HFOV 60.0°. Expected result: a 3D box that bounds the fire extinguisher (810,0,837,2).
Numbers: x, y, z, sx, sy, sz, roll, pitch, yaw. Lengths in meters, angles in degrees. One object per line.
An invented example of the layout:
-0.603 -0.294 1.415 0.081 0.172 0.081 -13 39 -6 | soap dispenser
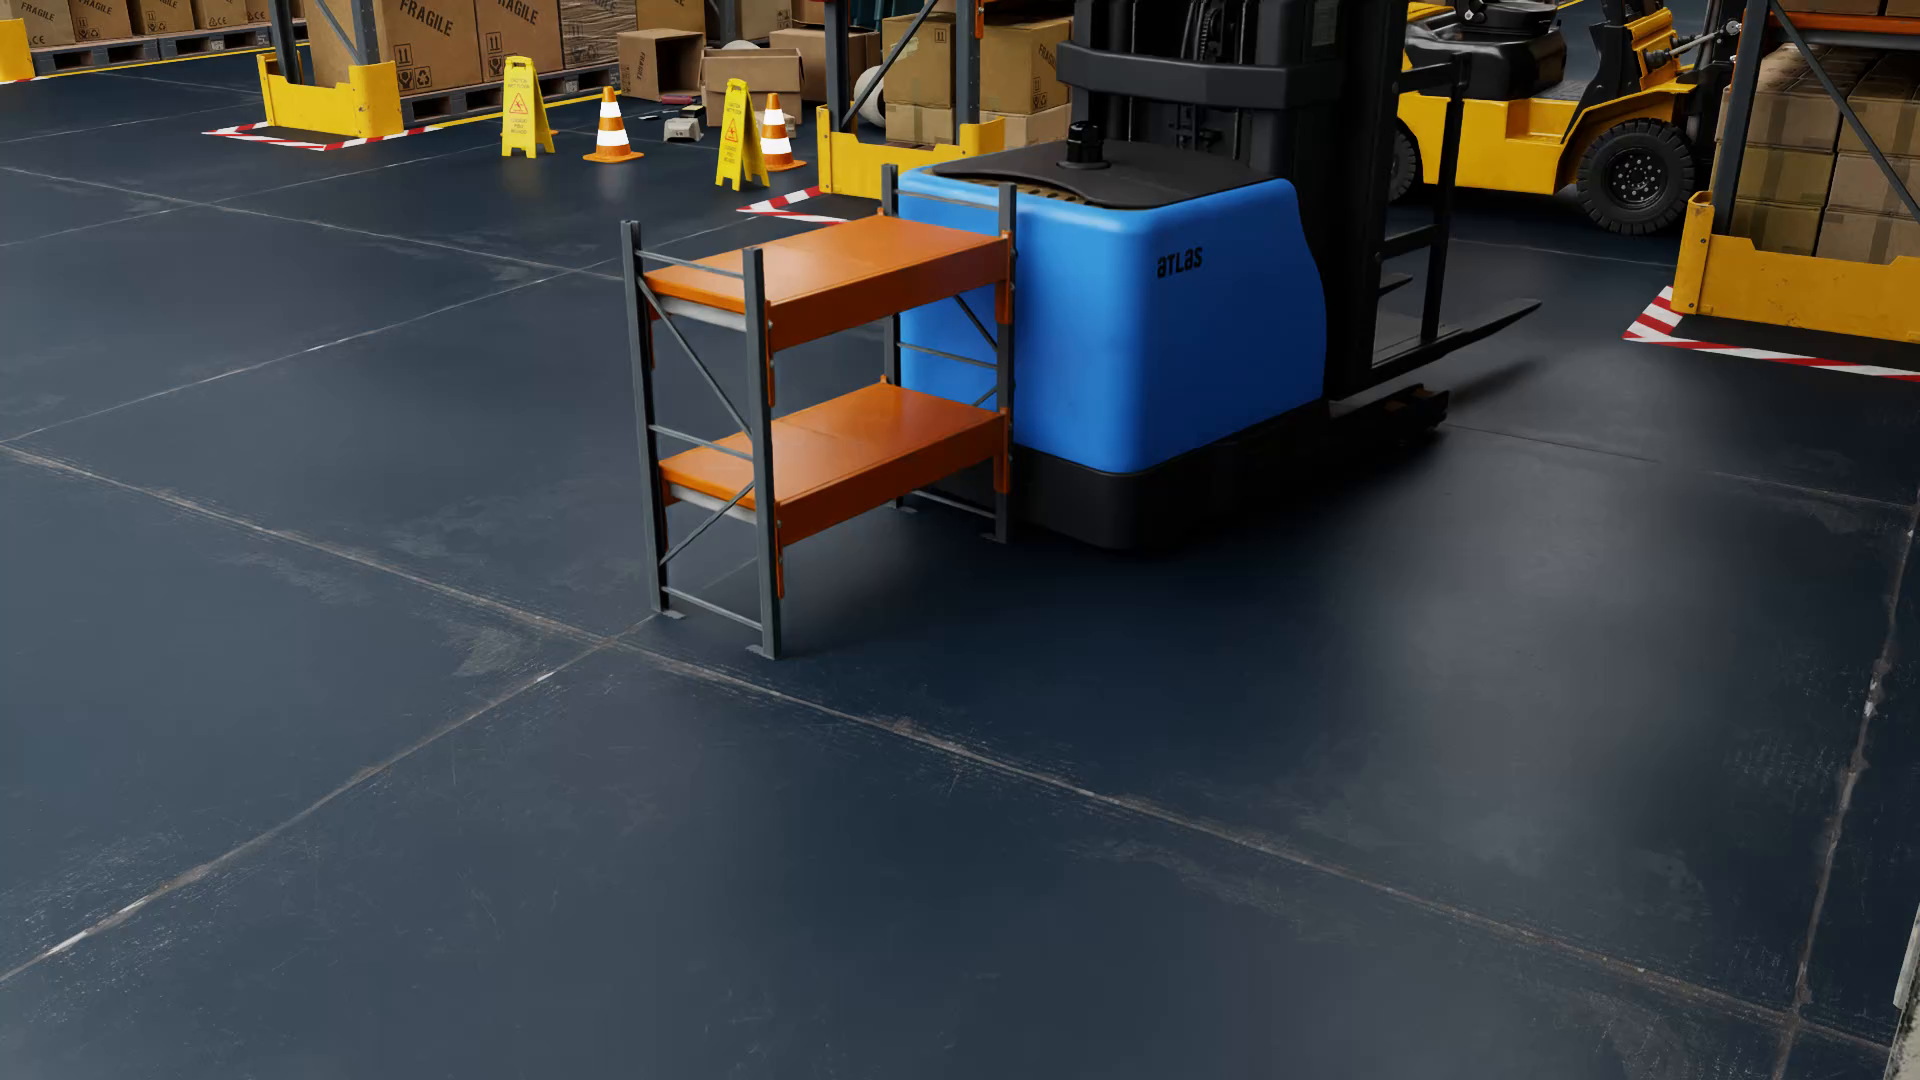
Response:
-0.793 -3.444 9.527 0.296 0.674 0.183 14 27 29 | fire extinguisher

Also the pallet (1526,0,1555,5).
6.456 -6.432 19.843 1.003 0.211 1.213 14 27 29 | pallet

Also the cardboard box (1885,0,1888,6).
4.196 -2.823 7.869 0.500 0.500 0.500 15 27 31 | cardboard box

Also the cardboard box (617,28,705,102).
-2.437 -3.890 13.603 0.500 0.500 0.500 20 30 38 | cardboard box

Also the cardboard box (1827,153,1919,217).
4.302 -1.658 7.608 0.500 0.250 0.500 14 27 30 | cardboard box

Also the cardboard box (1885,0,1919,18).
4.375 -2.538 7.210 0.500 0.500 0.500 15 27 31 | cardboard box

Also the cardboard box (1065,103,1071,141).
0.595 -2.737 10.730 0.500 0.250 0.500 15 28 31 | cardboard box

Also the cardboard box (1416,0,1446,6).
4.314 -5.555 16.452 0.875 0.875 0.875 14 27 28 | cardboard box

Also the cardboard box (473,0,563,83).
-3.836 -4.183 13.282 0.875 0.875 0.875 13 27 28 | cardboard box

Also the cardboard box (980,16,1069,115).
0.331 -2.919 10.206 0.500 0.500 0.500 13 27 27 | cardboard box

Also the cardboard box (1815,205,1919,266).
4.303 -1.438 7.729 0.500 0.250 0.500 14 27 29 | cardboard box

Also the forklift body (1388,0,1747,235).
3.328 -3.015 9.508 2.313 2.155 1.214 14 27 29 | forklift body

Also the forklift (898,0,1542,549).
1.163 -1.809 5.739 1.130 2.935 3.031 21 31 40 | forklift

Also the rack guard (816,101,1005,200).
-0.301 -2.300 9.934 1.175 0.500 0.348 14 27 29 | rack guard

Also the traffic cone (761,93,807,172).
-1.210 -2.673 10.842 0.336 0.463 0.334 14 27 29 | traffic cone

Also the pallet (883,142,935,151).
0.157 -2.434 10.608 1.003 0.211 1.213 14 27 29 | pallet

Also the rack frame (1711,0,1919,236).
3.878 -2.383 6.978 1.000 3.000 0.127 14 27 29 | rack frame

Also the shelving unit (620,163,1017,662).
-0.361 -0.412 4.785 0.538 1.125 1.048 18 29 36 | shelving unit

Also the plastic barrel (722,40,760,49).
-1.785 -3.888 13.699 0.421 0.421 0.512 -7 24 -17 | plastic barrel

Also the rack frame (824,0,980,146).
-0.341 -3.422 9.378 1.000 3.000 0.127 14 27 29 | rack frame

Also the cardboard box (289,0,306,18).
-6.895 -5.767 17.415 0.500 0.500 0.500 13 27 27 | cardboard box

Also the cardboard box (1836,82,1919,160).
4.292 -1.895 7.525 0.500 0.250 0.500 13 27 28 | cardboard box

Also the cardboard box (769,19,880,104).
-1.079 -3.779 13.175 0.797 0.637 0.503 14 27 29 | cardboard box

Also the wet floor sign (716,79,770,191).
-1.351 -2.501 10.216 0.232 0.644 0.267 -17 29 -35 | wet floor sign

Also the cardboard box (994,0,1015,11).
0.132 -3.541 10.827 0.380 0.149 0.250 14 27 30 | cardboard box

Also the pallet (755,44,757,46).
-1.504 -5.185 16.961 1.003 0.211 1.213 14 27 29 | pallet

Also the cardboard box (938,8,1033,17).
0.132 -3.199 10.851 0.500 0.500 0.500 15 28 31 | cardboard box

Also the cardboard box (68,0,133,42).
-8.131 -4.960 15.550 0.500 0.500 0.500 -20 31 -39 | cardboard box

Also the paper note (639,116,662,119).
-2.352 -3.221 12.654 0.142 0.017 0.144 -17 29 -35 | paper note

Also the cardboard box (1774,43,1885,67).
4.651 -2.509 8.943 0.500 0.250 0.500 13 27 28 | cardboard box

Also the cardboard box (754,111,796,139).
-1.366 -2.979 11.944 0.250 0.149 0.380 -12 26 -26 | cardboard box

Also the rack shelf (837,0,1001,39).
0.714 -3.766 11.080 1.077 0.370 4.000 14 27 29 | rack shelf

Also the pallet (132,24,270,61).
-7.617 -4.921 16.352 1.003 0.211 1.213 14 27 29 | pallet

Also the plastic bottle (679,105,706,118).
-2.051 -3.305 12.808 0.133 0.061 0.283 5 24 11 | plastic bottle

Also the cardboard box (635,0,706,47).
-2.881 -4.795 14.696 0.875 0.875 0.875 14 27 30 | cardboard box

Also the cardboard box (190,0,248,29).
-7.452 -5.346 16.442 0.500 0.500 0.500 11 26 24 | cardboard box

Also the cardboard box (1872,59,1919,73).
4.825 -2.231 8.301 0.500 0.250 0.500 14 27 29 | cardboard box

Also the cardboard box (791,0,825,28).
-1.727 -5.488 16.455 1.050 0.750 0.750 14 27 29 | cardboard box

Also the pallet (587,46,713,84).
-2.958 -4.255 14.813 1.003 0.211 1.213 14 27 29 | pallet

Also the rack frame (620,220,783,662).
-0.685 -0.256 4.425 0.500 1.125 0.032 18 29 36 | rack frame

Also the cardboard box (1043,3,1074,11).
0.875 -3.264 11.003 0.500 0.500 0.500 14 27 30 | cardboard box

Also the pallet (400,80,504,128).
-4.245 -3.431 12.911 1.003 0.211 1.213 14 27 29 | pallet

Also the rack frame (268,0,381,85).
-4.600 -4.425 11.695 1.000 3.000 0.127 14 27 29 | rack frame

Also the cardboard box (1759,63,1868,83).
4.120 -2.167 8.153 0.500 0.250 0.500 14 27 30 | cardboard box

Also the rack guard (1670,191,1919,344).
3.865 -1.227 7.456 1.175 0.500 0.348 14 27 29 | rack guard

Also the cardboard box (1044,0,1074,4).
0.681 -3.546 11.655 0.500 0.500 0.500 15 28 32 | cardboard box

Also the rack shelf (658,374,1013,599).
-0.361 -0.187 4.882 0.538 0.278 1.000 18 29 36 | rack shelf
